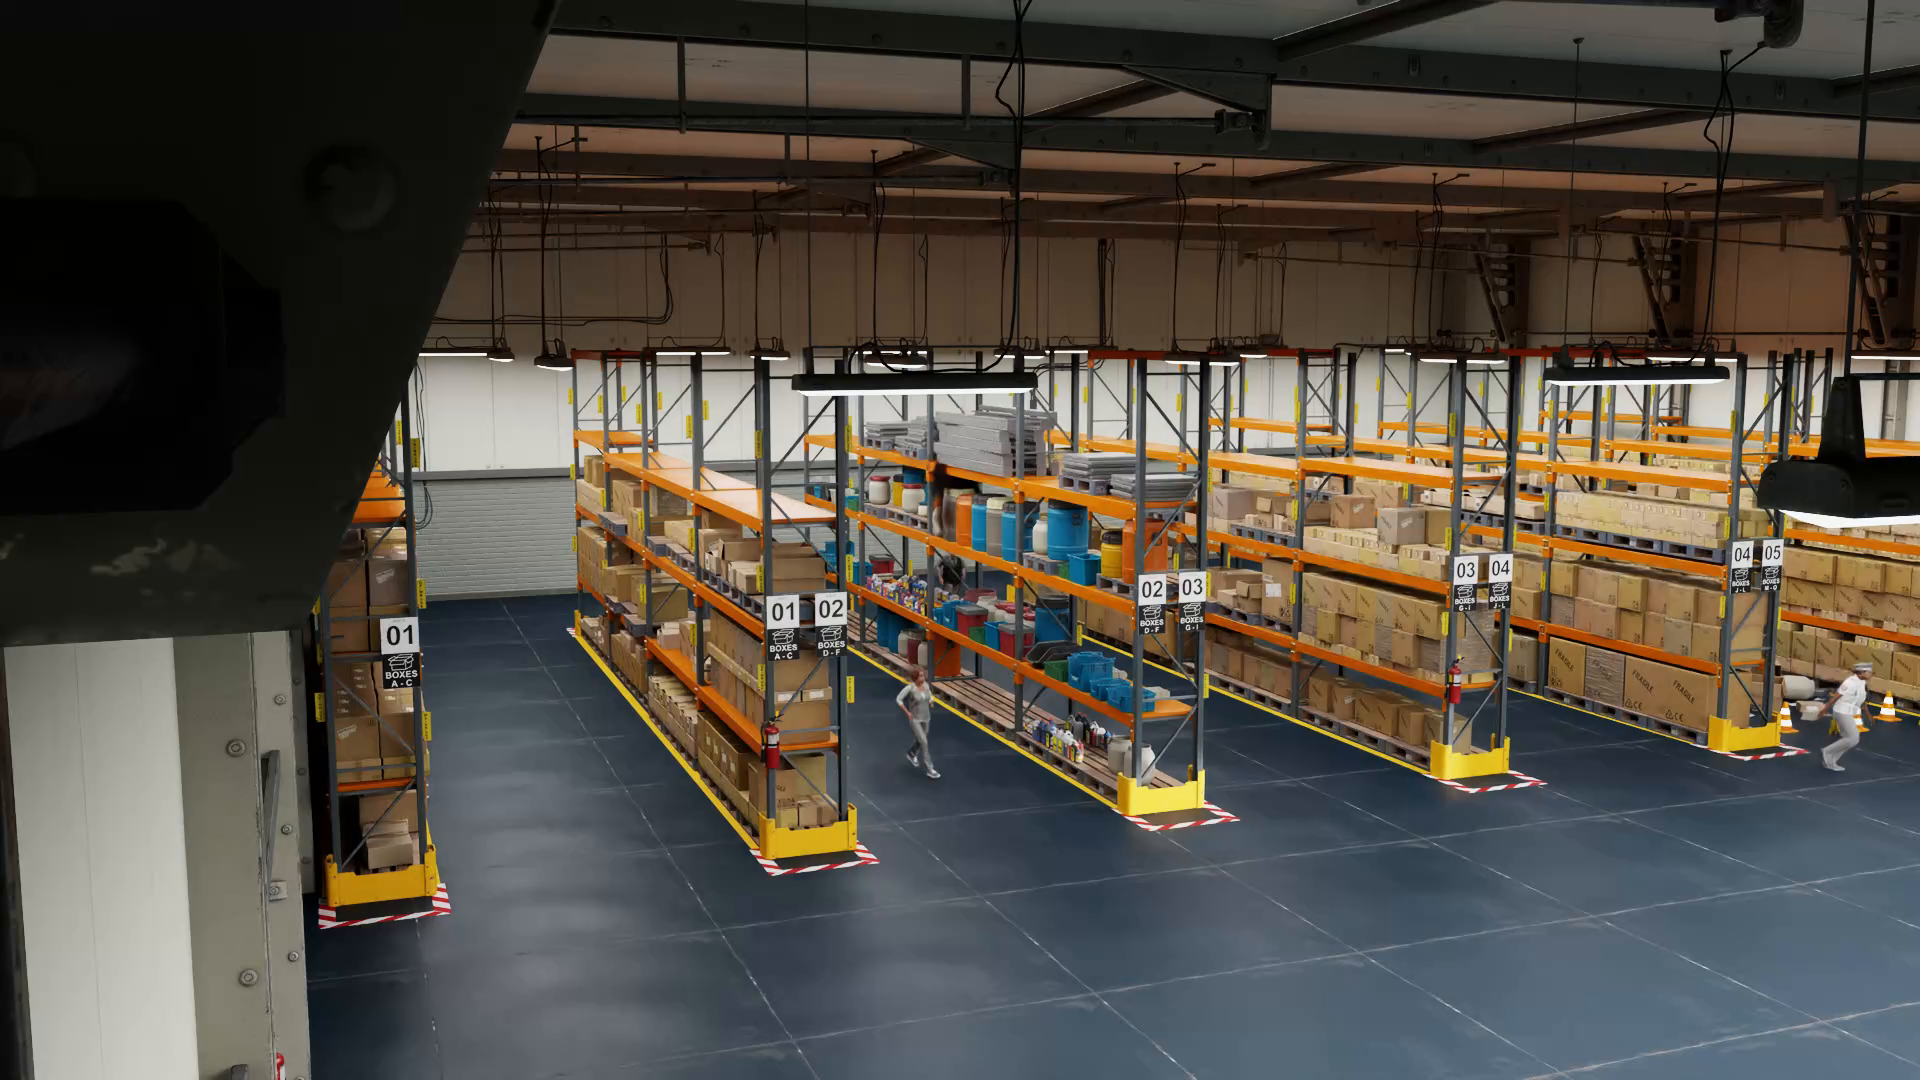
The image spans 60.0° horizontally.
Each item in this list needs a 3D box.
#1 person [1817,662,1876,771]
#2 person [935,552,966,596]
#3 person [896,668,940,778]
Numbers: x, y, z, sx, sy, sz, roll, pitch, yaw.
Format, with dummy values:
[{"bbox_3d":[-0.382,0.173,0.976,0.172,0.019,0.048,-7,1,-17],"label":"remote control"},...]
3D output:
[{"bbox_3d":[12.863,2.550,24.116,0.693,1.586,0.605,6,10,42],"label":"person"},{"bbox_3d":[-0.148,0.964,36.422,0.657,1.709,0.670,-3,8,-26],"label":"person"},{"bbox_3d":[-0.610,2.579,23.781,0.531,1.562,0.838,-6,9,-40],"label":"person"}]
